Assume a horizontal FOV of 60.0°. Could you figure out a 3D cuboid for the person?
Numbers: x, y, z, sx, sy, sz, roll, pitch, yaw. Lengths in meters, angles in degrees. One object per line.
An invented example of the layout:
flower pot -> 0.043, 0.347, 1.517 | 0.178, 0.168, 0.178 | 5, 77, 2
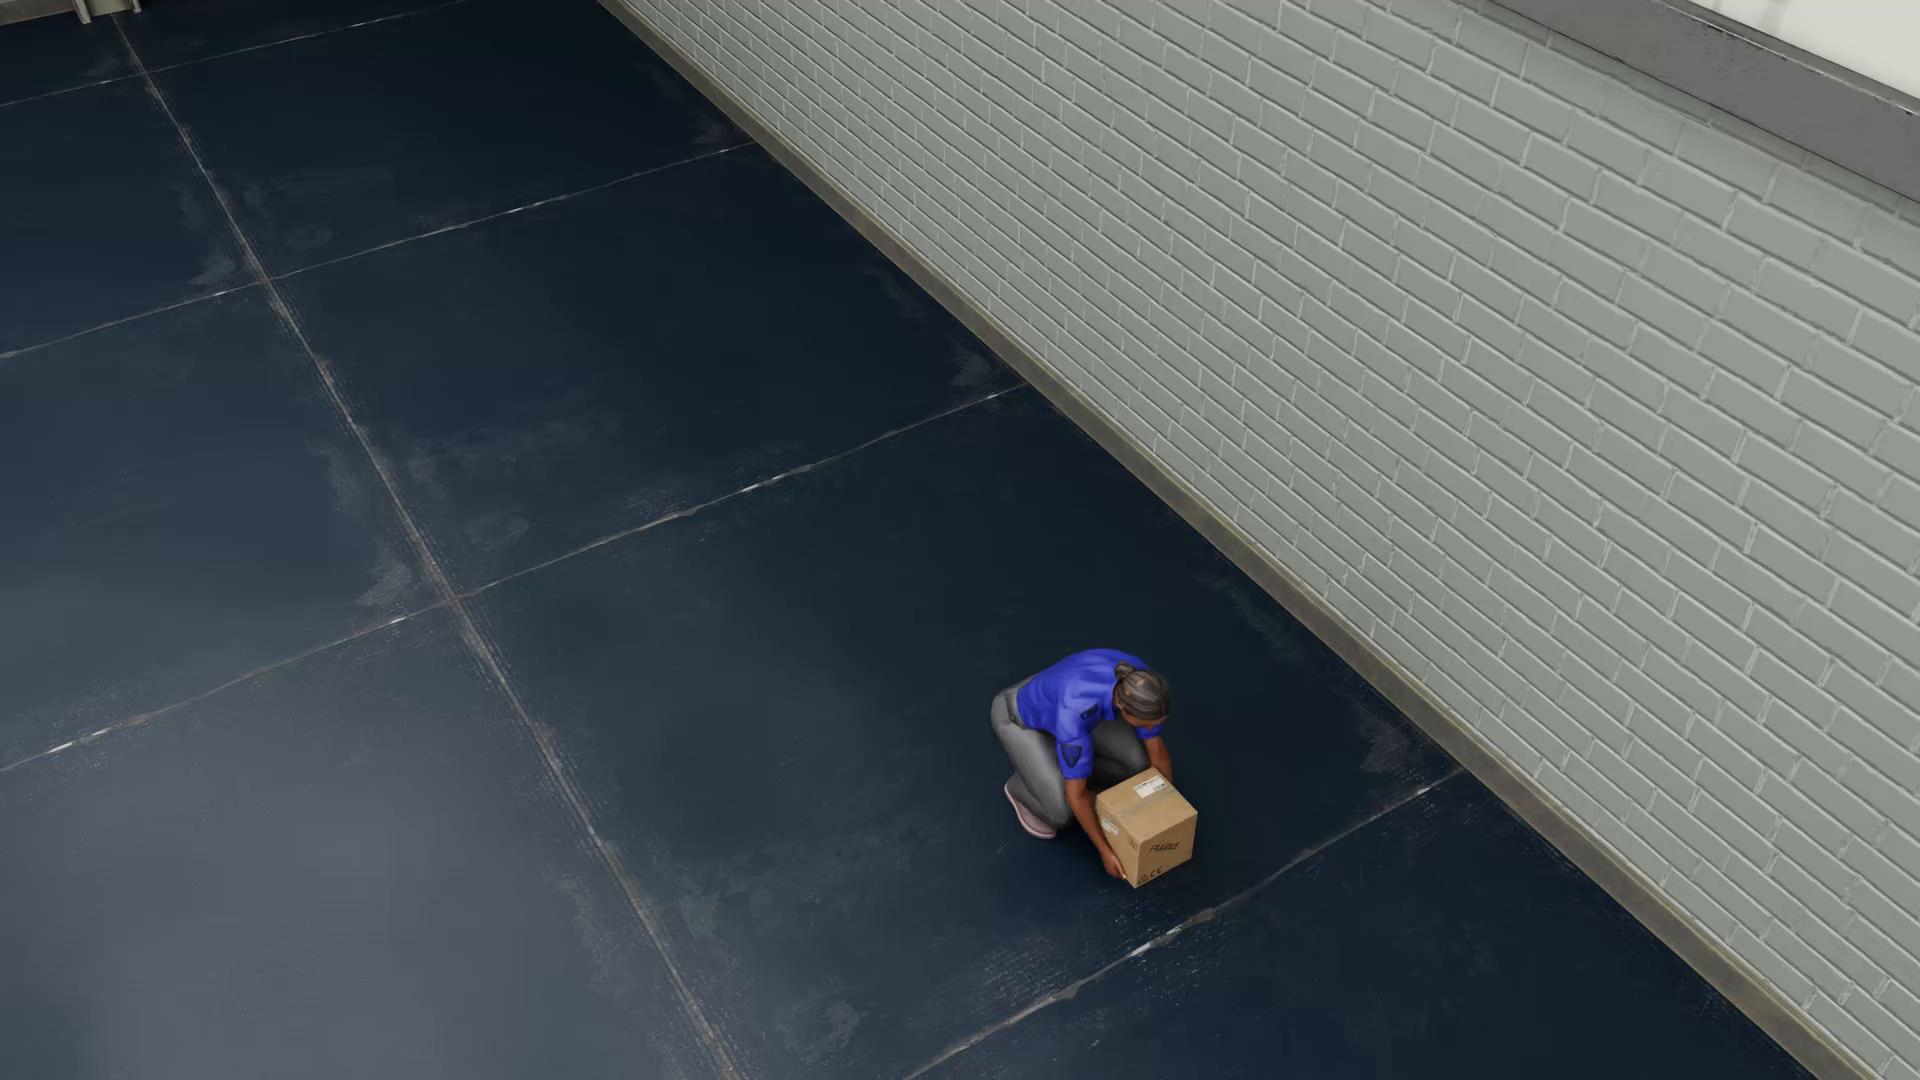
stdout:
person -> 0.462, 0.714, 5.897 | 0.465, 0.945, 0.830 | -24, 46, -25
